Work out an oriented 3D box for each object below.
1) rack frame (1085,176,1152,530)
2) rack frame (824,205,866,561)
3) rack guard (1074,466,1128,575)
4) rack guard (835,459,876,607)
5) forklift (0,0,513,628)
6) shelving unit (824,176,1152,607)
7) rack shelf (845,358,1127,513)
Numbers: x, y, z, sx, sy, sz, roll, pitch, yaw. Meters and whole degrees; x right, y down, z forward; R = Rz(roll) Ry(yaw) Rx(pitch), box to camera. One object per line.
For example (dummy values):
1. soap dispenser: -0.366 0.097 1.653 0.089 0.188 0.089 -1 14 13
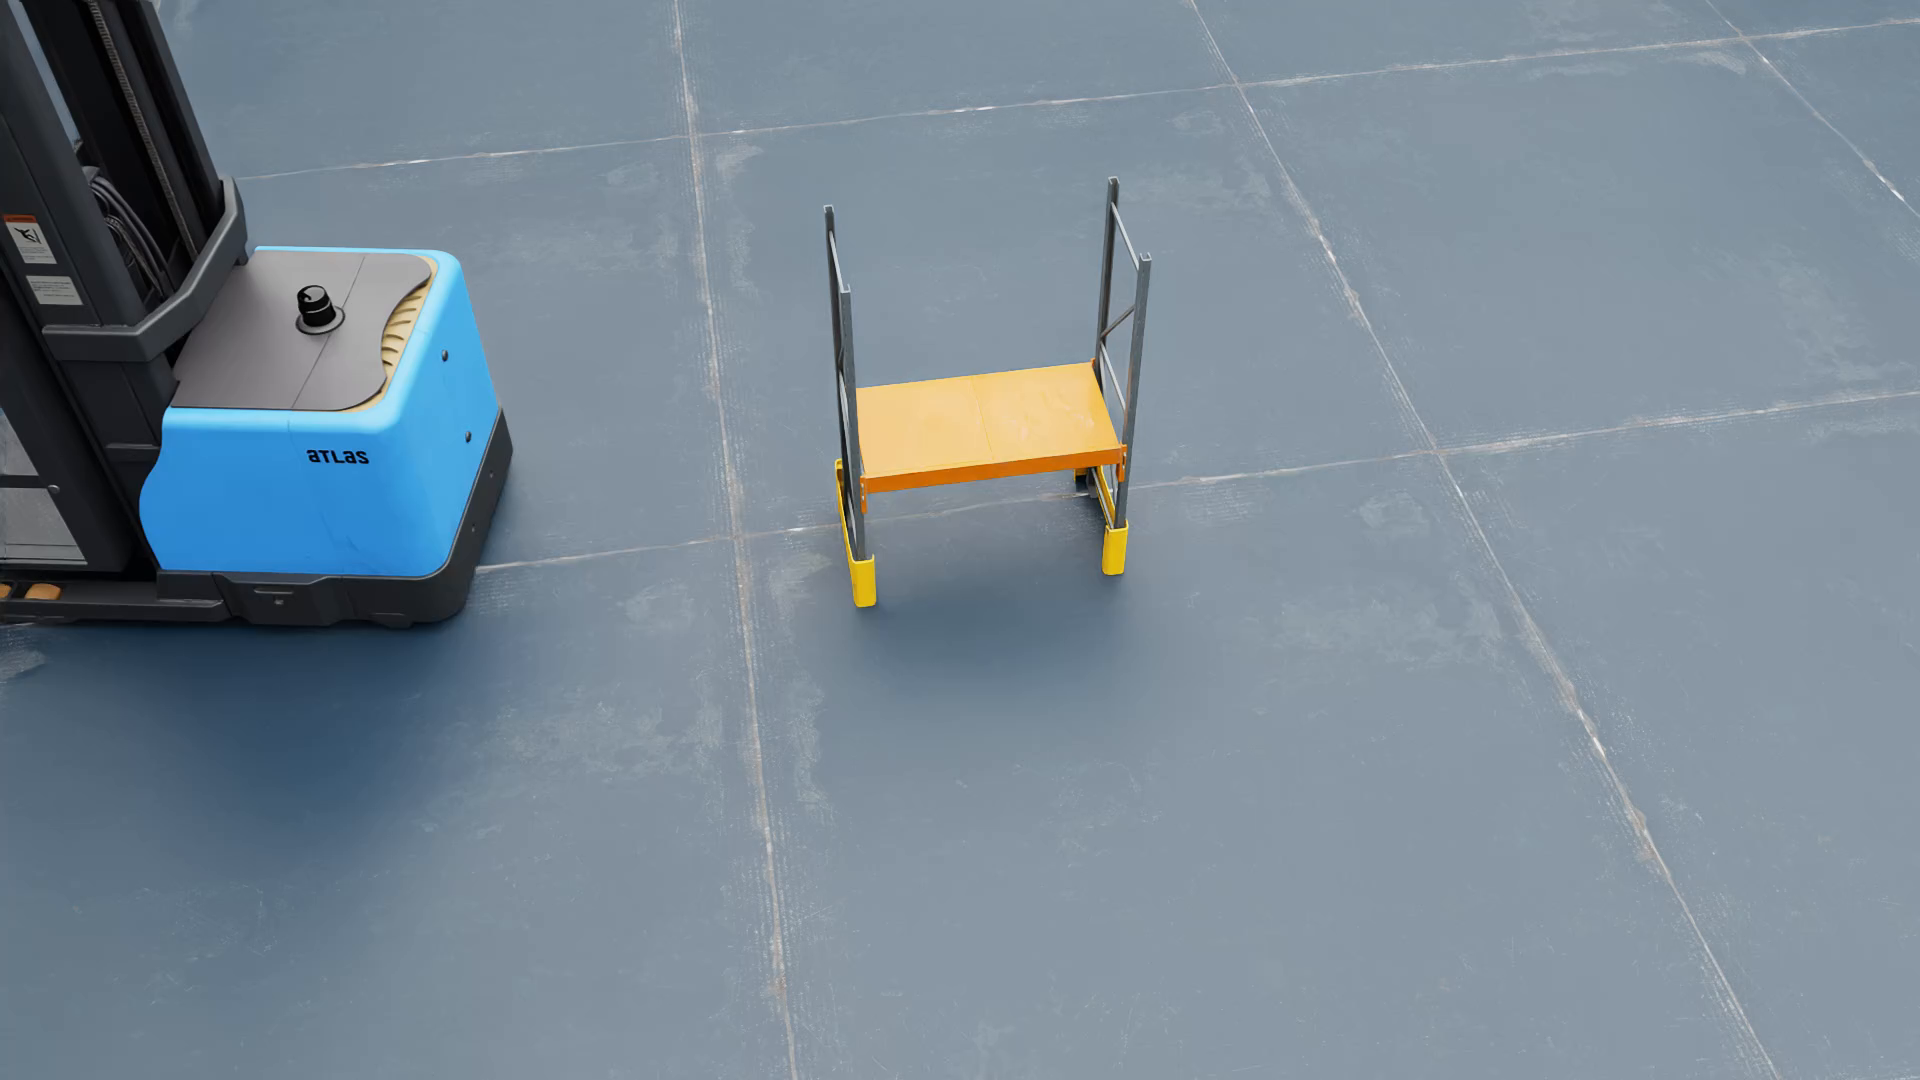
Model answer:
1. rack frame: 0.585 -0.593 6.280 0.032 1.500 0.500 -7 46 -7
2. rack frame: -0.417 -0.468 6.160 0.032 1.500 0.500 -7 46 -7
3. rack guard: 0.566 -0.157 6.728 0.087 0.250 0.587 -7 46 -7
4. rack guard: -0.416 -0.035 6.610 0.087 0.250 0.587 -7 46 -7
5. forklift: -3.413 -1.071 5.747 3.031 2.935 1.130 2 46 2
6. shelving unit: 0.075 -0.530 6.219 1.083 1.500 0.587 -7 46 -7
7. rack shelf: 0.084 -0.406 6.350 1.000 0.185 0.538 -7 46 -7
